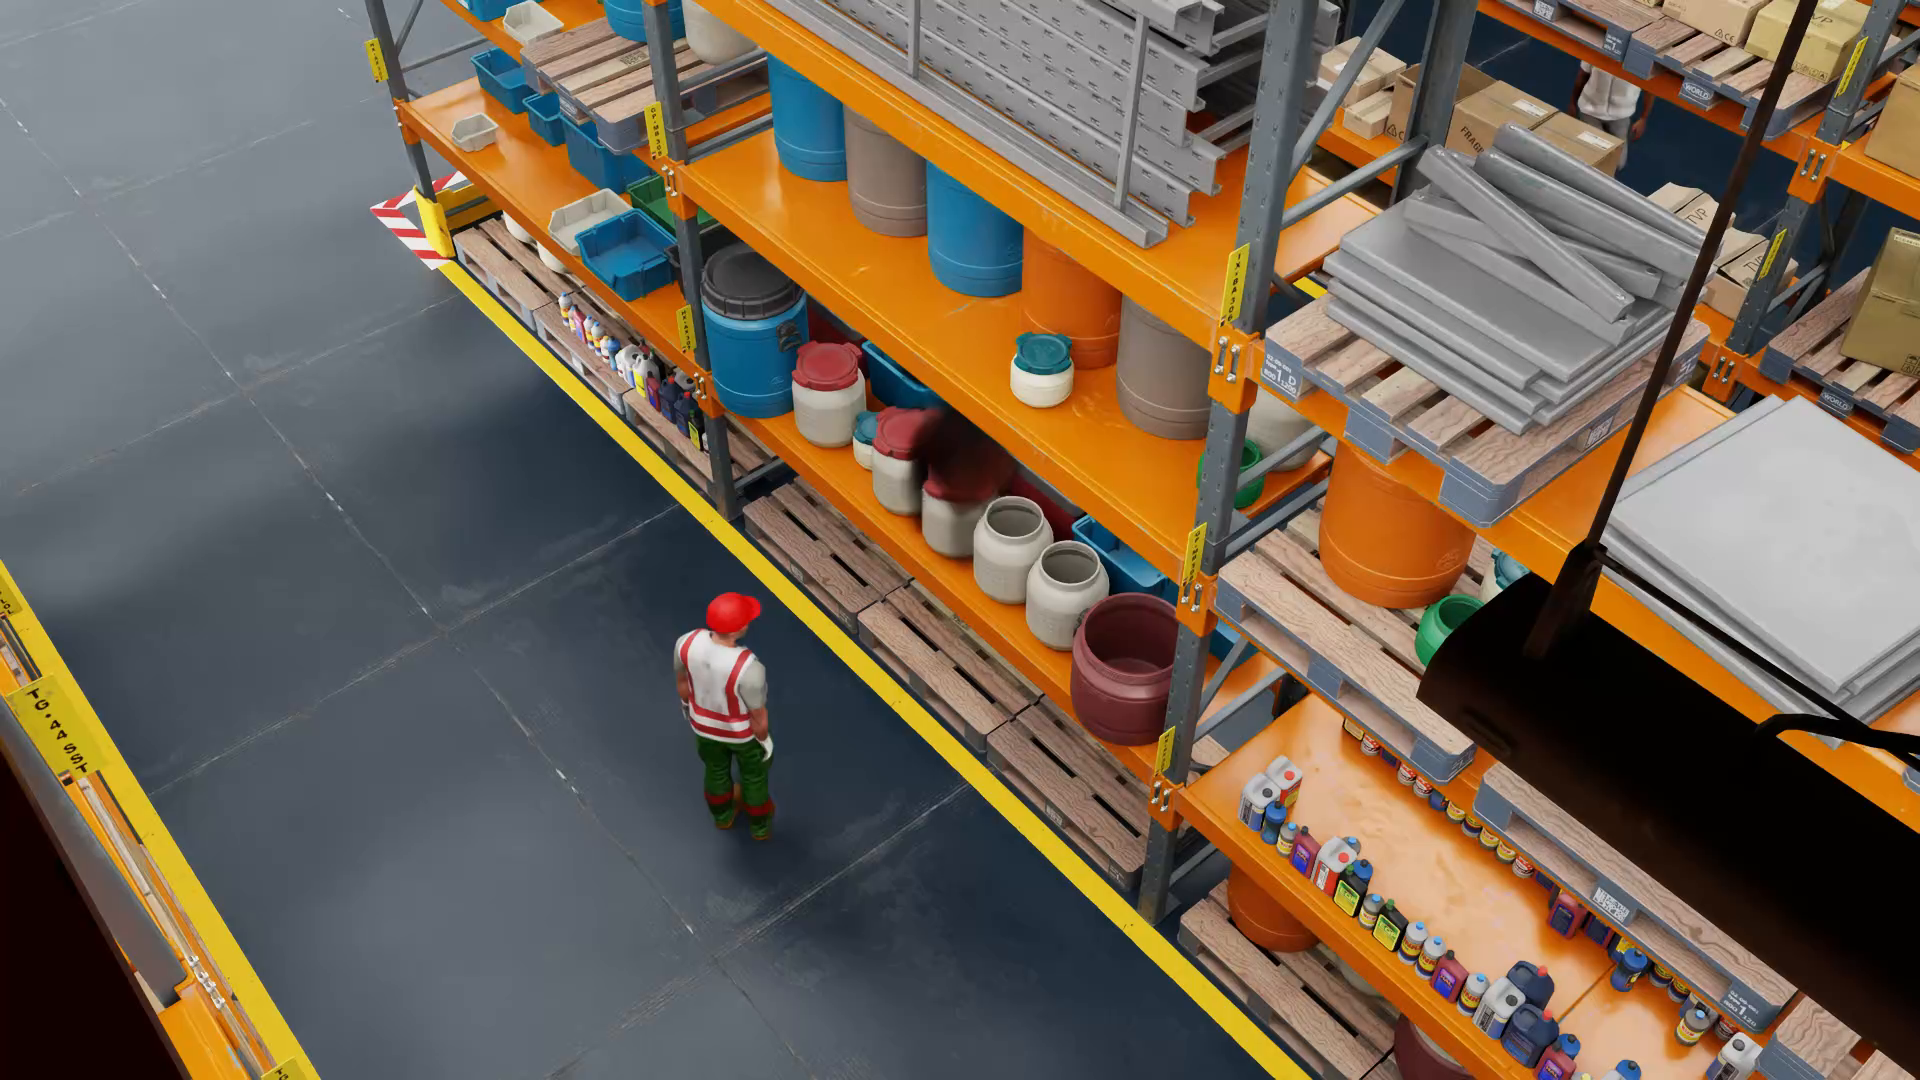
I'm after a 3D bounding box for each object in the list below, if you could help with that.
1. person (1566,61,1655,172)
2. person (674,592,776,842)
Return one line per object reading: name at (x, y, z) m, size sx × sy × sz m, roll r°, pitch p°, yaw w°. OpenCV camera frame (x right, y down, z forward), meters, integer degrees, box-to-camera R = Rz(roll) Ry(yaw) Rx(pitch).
person at (5.057, -3.354, 12.970) m, size 0.606 × 1.749 × 0.683 m, roll 18°, pitch 49°, yaw 16°
person at (-1.202, 0.921, 8.665) m, size 0.551 × 1.798 × 0.385 m, roll 11°, pitch 48°, yaw 11°
